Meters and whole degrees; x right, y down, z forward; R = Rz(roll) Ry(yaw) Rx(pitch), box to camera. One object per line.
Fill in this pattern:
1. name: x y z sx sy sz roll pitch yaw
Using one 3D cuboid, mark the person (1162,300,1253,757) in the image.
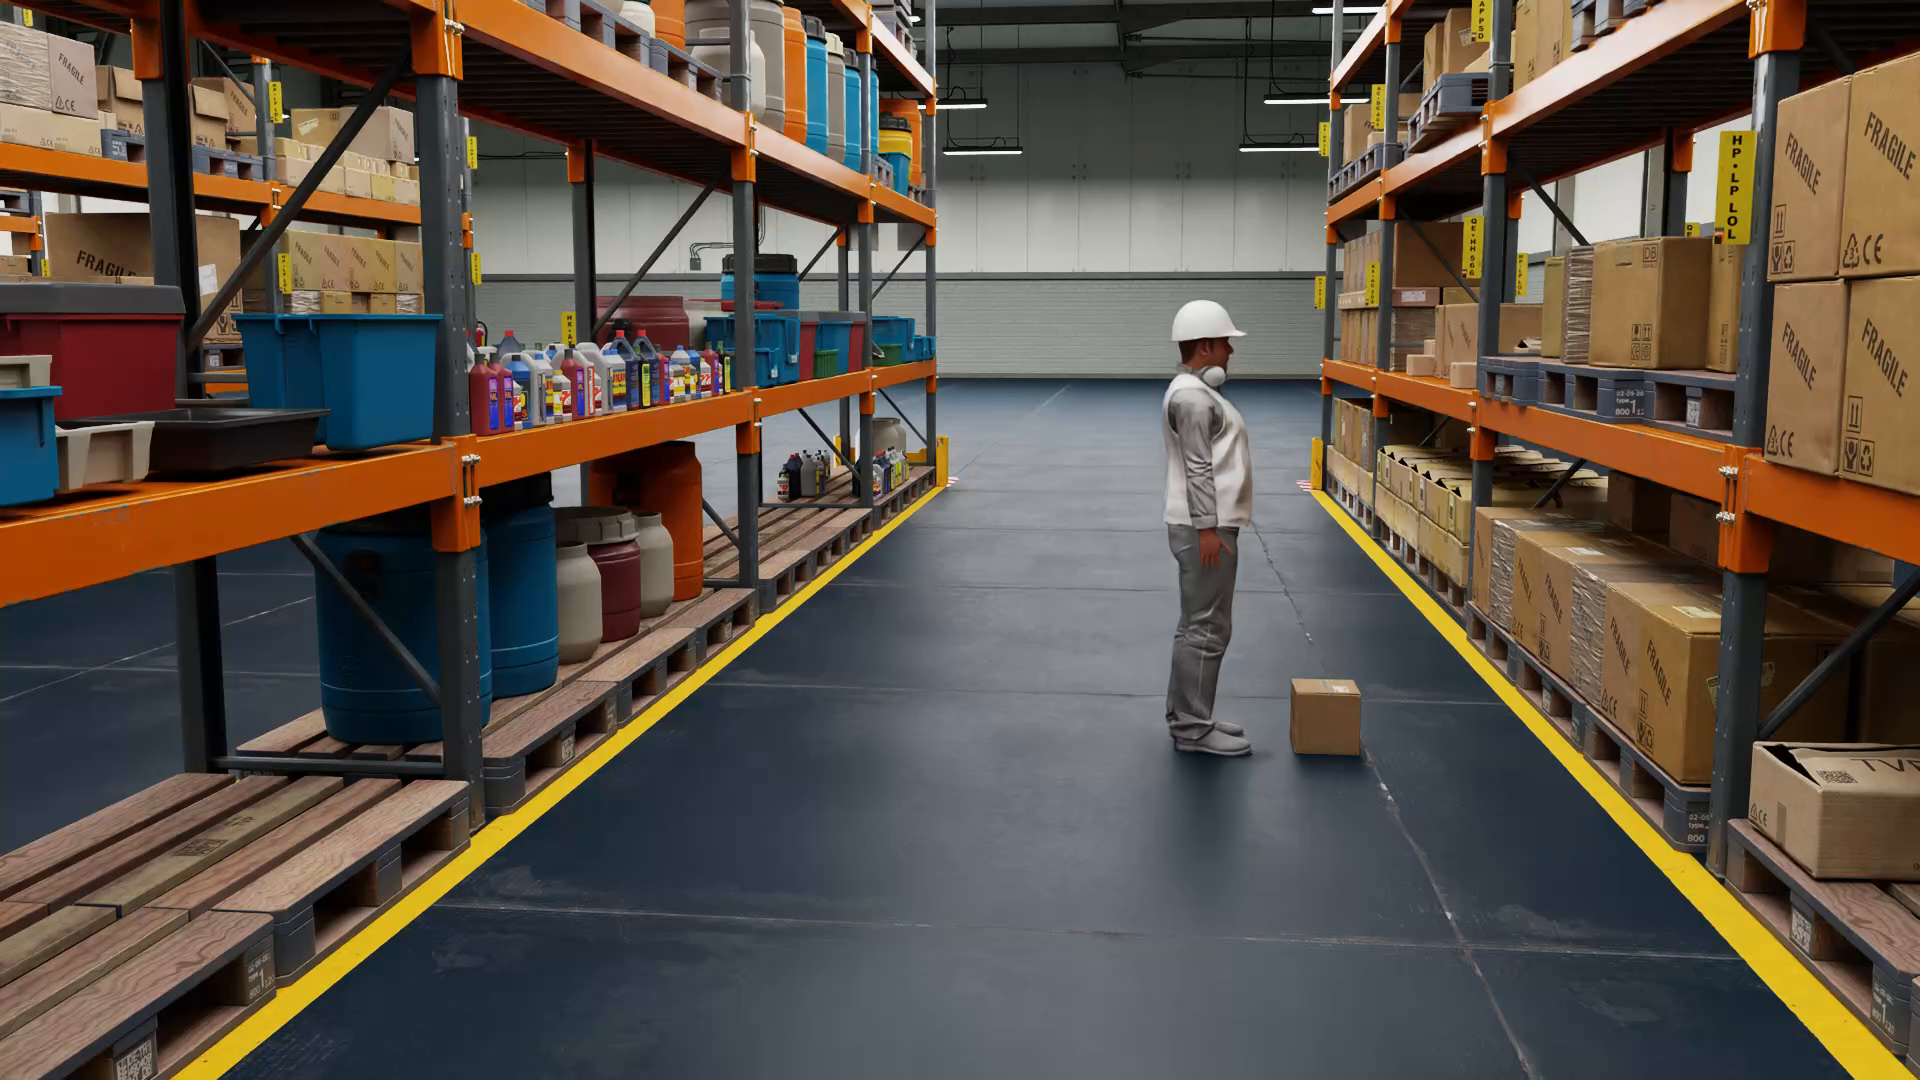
1. person: 0.986 -0.053 6.617 0.375 1.780 0.536 1 8 7
